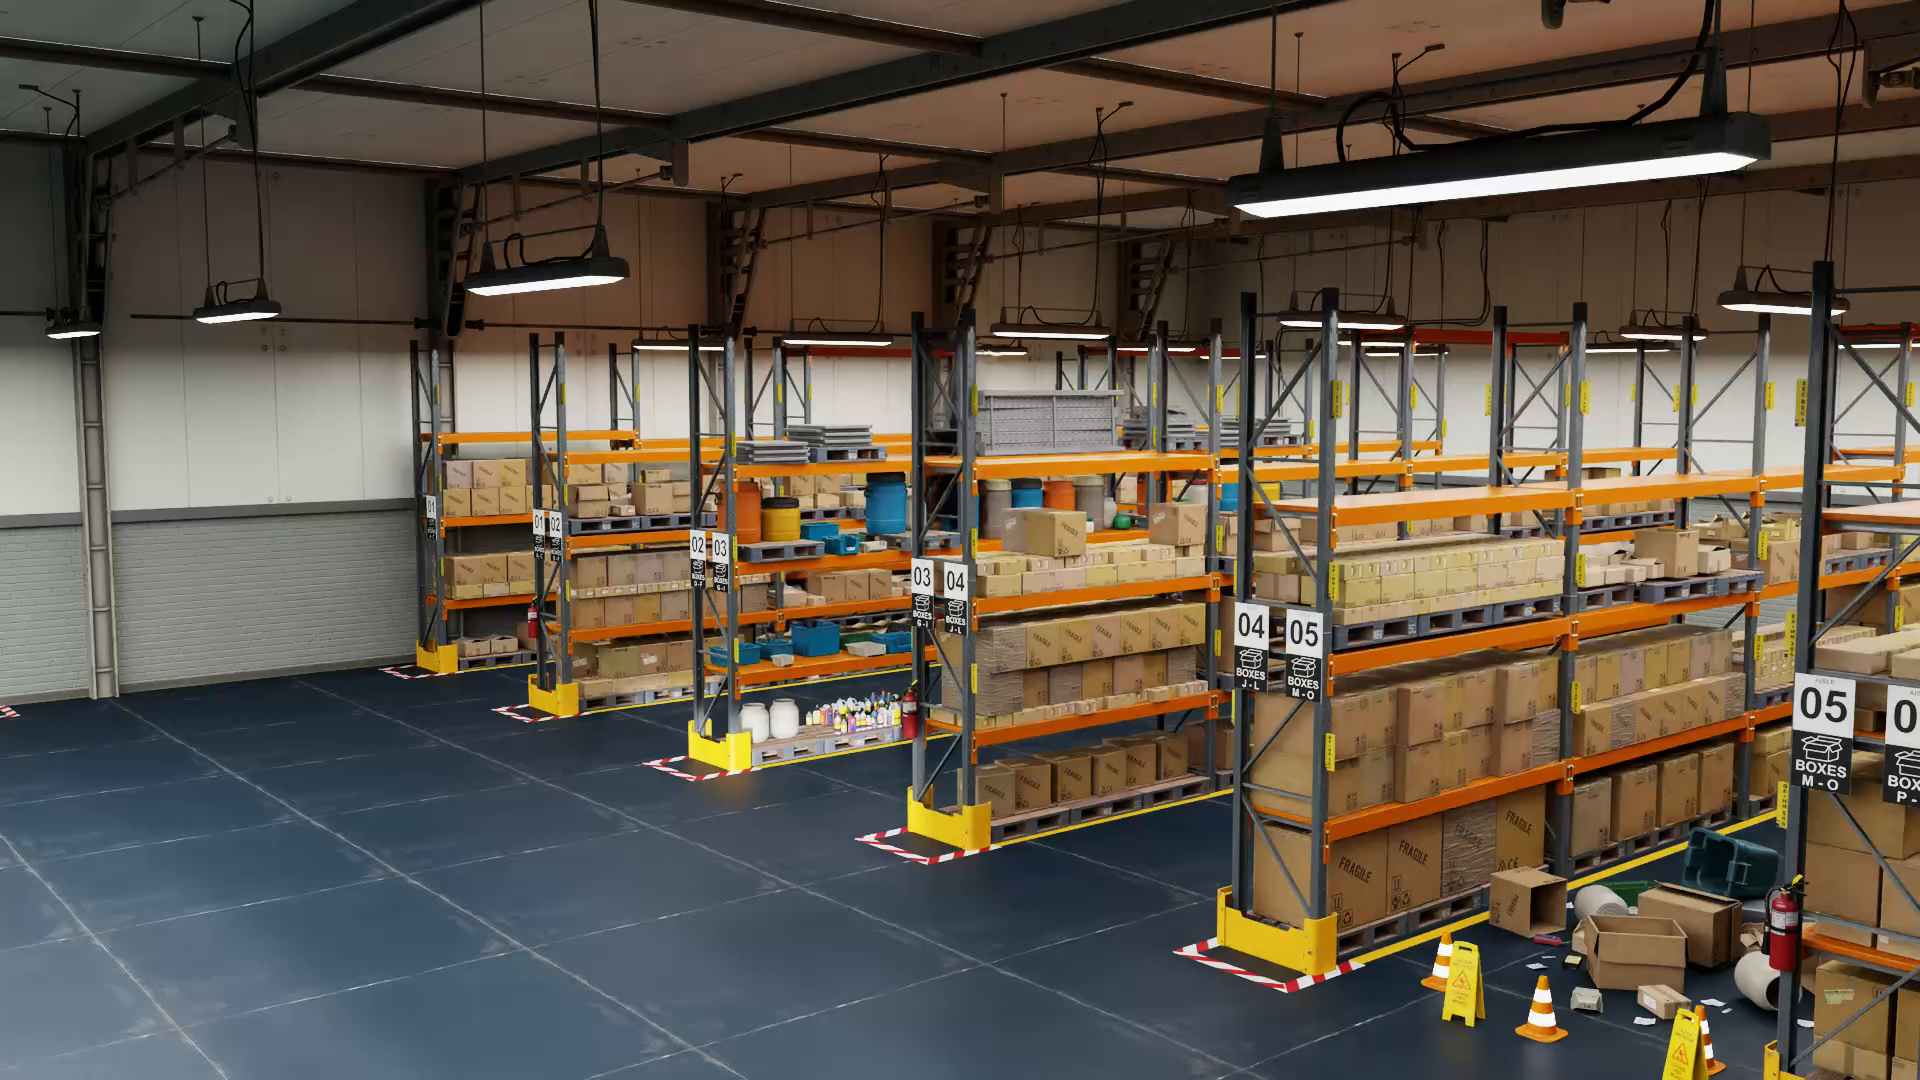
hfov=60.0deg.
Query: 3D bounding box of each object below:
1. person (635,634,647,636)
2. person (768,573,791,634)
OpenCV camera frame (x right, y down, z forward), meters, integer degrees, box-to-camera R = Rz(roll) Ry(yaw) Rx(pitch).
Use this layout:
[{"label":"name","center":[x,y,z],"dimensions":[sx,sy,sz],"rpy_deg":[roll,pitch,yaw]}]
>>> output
[{"label":"person","center":[-5.577,1.572,29.320],"dimensions":[0.669,1.810,0.816],"rpy_deg":[4,7,39]},{"label":"person","center":[-3.401,1.419,31.785],"dimensions":[0.697,1.640,0.613],"rpy_deg":[-5,7,-42]}]
